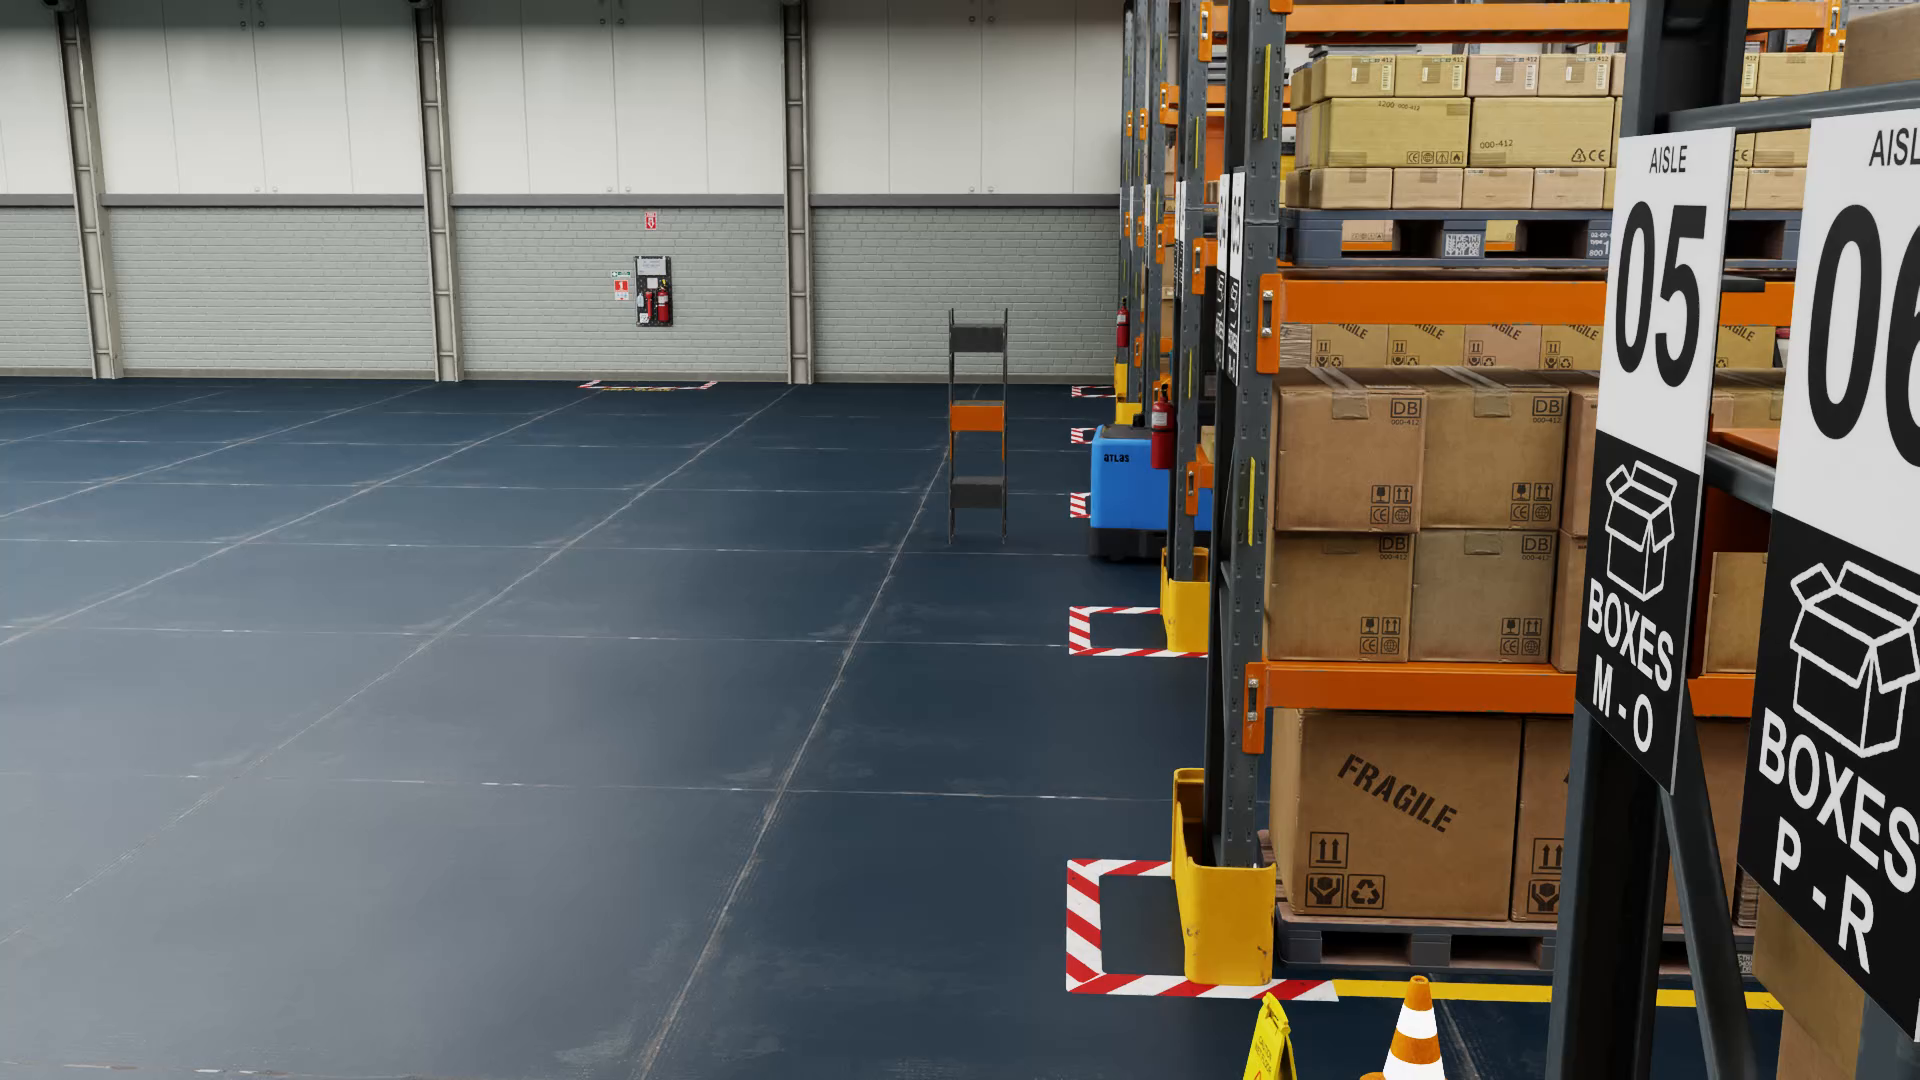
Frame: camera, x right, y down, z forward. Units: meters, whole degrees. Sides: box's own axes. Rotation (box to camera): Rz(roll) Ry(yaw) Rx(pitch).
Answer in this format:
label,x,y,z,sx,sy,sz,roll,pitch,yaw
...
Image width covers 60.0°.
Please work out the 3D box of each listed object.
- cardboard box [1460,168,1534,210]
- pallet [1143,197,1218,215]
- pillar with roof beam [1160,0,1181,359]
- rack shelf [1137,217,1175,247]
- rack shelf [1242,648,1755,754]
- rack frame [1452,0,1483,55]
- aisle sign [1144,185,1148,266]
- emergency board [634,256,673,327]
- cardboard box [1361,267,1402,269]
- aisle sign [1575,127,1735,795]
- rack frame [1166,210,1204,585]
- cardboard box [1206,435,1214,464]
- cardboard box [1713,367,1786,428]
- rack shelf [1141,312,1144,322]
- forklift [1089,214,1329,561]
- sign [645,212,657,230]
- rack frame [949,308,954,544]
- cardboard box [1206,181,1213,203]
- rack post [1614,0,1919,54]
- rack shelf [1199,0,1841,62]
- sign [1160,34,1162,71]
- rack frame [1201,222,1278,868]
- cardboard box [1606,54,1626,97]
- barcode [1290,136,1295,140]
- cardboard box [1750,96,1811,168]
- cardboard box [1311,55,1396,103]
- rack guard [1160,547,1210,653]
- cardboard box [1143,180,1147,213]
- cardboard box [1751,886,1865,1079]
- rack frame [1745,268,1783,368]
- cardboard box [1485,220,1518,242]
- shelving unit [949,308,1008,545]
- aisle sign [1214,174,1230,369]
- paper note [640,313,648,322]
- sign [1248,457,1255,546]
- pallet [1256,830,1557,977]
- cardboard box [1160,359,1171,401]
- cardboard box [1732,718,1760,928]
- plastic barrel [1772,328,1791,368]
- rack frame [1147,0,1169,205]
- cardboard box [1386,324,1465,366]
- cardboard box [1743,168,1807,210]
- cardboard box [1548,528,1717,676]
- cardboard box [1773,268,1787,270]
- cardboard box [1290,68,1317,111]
label,x,y,z,sx,sy,sz,roll,pitch,yaw
cardboard box,1.974,-1.319,6.246,0.250,0.149,0.380,1,12,4
pallet,2.951,-4.242,21.091,1.213,0.211,1.003,1,12,4
pillar with roof beam,3.043,-6.068,22.280,0.548,9.000,9.100,1,12,4
rack shelf,4.243,-3.920,21.097,4.000,0.370,1.077,1,12,4
rack shelf,3.145,0.583,6.892,4.000,0.370,1.077,1,12,4
rack frame,6.238,-5.713,20.585,0.127,3.000,1.000,1,12,4
aisle sign,1.861,-3.154,16.652,0.004,0.787,0.394,1,12,4
emergency board,-5.119,-4.135,27.690,0.643,1.169,0.194,1,12,4
cardboard box,5.291,-3.472,21.111,0.500,0.500,0.700,1,12,4
aisle sign,0.877,-0.116,2.129,0.004,0.787,0.394,1,12,4
rack frame,1.582,-0.808,11.787,0.127,3.000,1.000,1,12,4
cardboard box,1.850,-0.632,11.561,0.250,0.149,0.380,1,12,4
cardboard box,3.159,-0.380,6.738,0.500,0.550,0.875,1,12,4
rack shelf,4.570,-3.464,26.242,4.000,0.370,1.077,1,12,4
forklift,2.667,-1.299,14.300,3.031,2.935,1.130,2,12,7
sign,-5.120,-5.290,27.550,0.199,0.298,0.001,1,12,4
rack frame,-0.078,-1.029,15.040,0.015,2.100,0.400,1,12,4
cardboard box,1.879,-2.458,11.741,0.250,0.149,0.380,1,12,4
rack post,7.874,-4.790,15.683,3.121,1.000,1.013,1,12,4
rack shelf,3.577,-3.363,11.115,4.000,0.370,1.077,1,12,4
sign,1.871,-4.542,15.494,0.005,0.325,0.100,1,12,4
rack frame,1.149,0.204,6.949,0.127,3.000,1.000,1,12,4
cardboard box,2.475,-1.702,6.133,0.250,0.149,0.380,1,12,3
barcode,5.207,-6.294,26.047,0.075,0.075,0.001,1,12,4
cardboard box,3.124,-1.511,6.193,0.500,0.250,0.500,1,12,3
cardboard box,1.461,-1.717,6.200,0.250,0.149,0.380,1,12,4
rack guard,1.657,0.417,12.038,0.348,0.500,1.175,1,12,4
cardboard box,2.892,-5.315,25.714,0.500,0.500,0.500,1,12,5
cardboard box,1.444,0.495,2.145,0.500,0.500,0.700,0,12,2
rack frame,5.573,-0.753,11.525,0.127,3.000,1.000,1,12,4
cardboard box,3.574,-2.124,11.118,0.500,0.250,0.500,1,12,5
shelving unit,0.165,-1.025,15.024,0.503,2.100,0.431,1,12,4
aisle sign,1.099,-1.131,6.981,0.004,0.787,0.394,1,12,4
paper note,-5.291,-3.720,27.859,0.142,0.148,0.016,1,12,4
sign,1.106,-0.145,6.311,0.005,0.325,0.100,1,12,4
pallet,1.952,1.564,7.259,1.213,0.211,1.003,1,12,4
cardboard box,2.802,-2.112,21.878,0.500,0.500,0.500,1,12,4
cardboard box,3.618,1.059,7.027,0.875,0.875,0.875,1,12,4
plastic barrel,8.007,-1.758,15.995,0.433,0.535,0.433,0,12,0
rack frame,1.913,-4.756,16.010,0.127,3.000,1.000,1,12,4
cardboard box,3.110,-1.414,11.270,0.500,0.500,0.500,1,12,4
cardboard box,2.983,-1.305,6.180,0.250,0.149,0.380,1,12,4
cardboard box,2.623,0.163,6.780,0.550,0.550,0.875,1,12,4
cardboard box,12.538,-4.228,25.284,0.500,0.250,0.500,1,12,3
cardboard box,1.508,-1.851,6.842,0.250,0.149,0.380,1,12,4
